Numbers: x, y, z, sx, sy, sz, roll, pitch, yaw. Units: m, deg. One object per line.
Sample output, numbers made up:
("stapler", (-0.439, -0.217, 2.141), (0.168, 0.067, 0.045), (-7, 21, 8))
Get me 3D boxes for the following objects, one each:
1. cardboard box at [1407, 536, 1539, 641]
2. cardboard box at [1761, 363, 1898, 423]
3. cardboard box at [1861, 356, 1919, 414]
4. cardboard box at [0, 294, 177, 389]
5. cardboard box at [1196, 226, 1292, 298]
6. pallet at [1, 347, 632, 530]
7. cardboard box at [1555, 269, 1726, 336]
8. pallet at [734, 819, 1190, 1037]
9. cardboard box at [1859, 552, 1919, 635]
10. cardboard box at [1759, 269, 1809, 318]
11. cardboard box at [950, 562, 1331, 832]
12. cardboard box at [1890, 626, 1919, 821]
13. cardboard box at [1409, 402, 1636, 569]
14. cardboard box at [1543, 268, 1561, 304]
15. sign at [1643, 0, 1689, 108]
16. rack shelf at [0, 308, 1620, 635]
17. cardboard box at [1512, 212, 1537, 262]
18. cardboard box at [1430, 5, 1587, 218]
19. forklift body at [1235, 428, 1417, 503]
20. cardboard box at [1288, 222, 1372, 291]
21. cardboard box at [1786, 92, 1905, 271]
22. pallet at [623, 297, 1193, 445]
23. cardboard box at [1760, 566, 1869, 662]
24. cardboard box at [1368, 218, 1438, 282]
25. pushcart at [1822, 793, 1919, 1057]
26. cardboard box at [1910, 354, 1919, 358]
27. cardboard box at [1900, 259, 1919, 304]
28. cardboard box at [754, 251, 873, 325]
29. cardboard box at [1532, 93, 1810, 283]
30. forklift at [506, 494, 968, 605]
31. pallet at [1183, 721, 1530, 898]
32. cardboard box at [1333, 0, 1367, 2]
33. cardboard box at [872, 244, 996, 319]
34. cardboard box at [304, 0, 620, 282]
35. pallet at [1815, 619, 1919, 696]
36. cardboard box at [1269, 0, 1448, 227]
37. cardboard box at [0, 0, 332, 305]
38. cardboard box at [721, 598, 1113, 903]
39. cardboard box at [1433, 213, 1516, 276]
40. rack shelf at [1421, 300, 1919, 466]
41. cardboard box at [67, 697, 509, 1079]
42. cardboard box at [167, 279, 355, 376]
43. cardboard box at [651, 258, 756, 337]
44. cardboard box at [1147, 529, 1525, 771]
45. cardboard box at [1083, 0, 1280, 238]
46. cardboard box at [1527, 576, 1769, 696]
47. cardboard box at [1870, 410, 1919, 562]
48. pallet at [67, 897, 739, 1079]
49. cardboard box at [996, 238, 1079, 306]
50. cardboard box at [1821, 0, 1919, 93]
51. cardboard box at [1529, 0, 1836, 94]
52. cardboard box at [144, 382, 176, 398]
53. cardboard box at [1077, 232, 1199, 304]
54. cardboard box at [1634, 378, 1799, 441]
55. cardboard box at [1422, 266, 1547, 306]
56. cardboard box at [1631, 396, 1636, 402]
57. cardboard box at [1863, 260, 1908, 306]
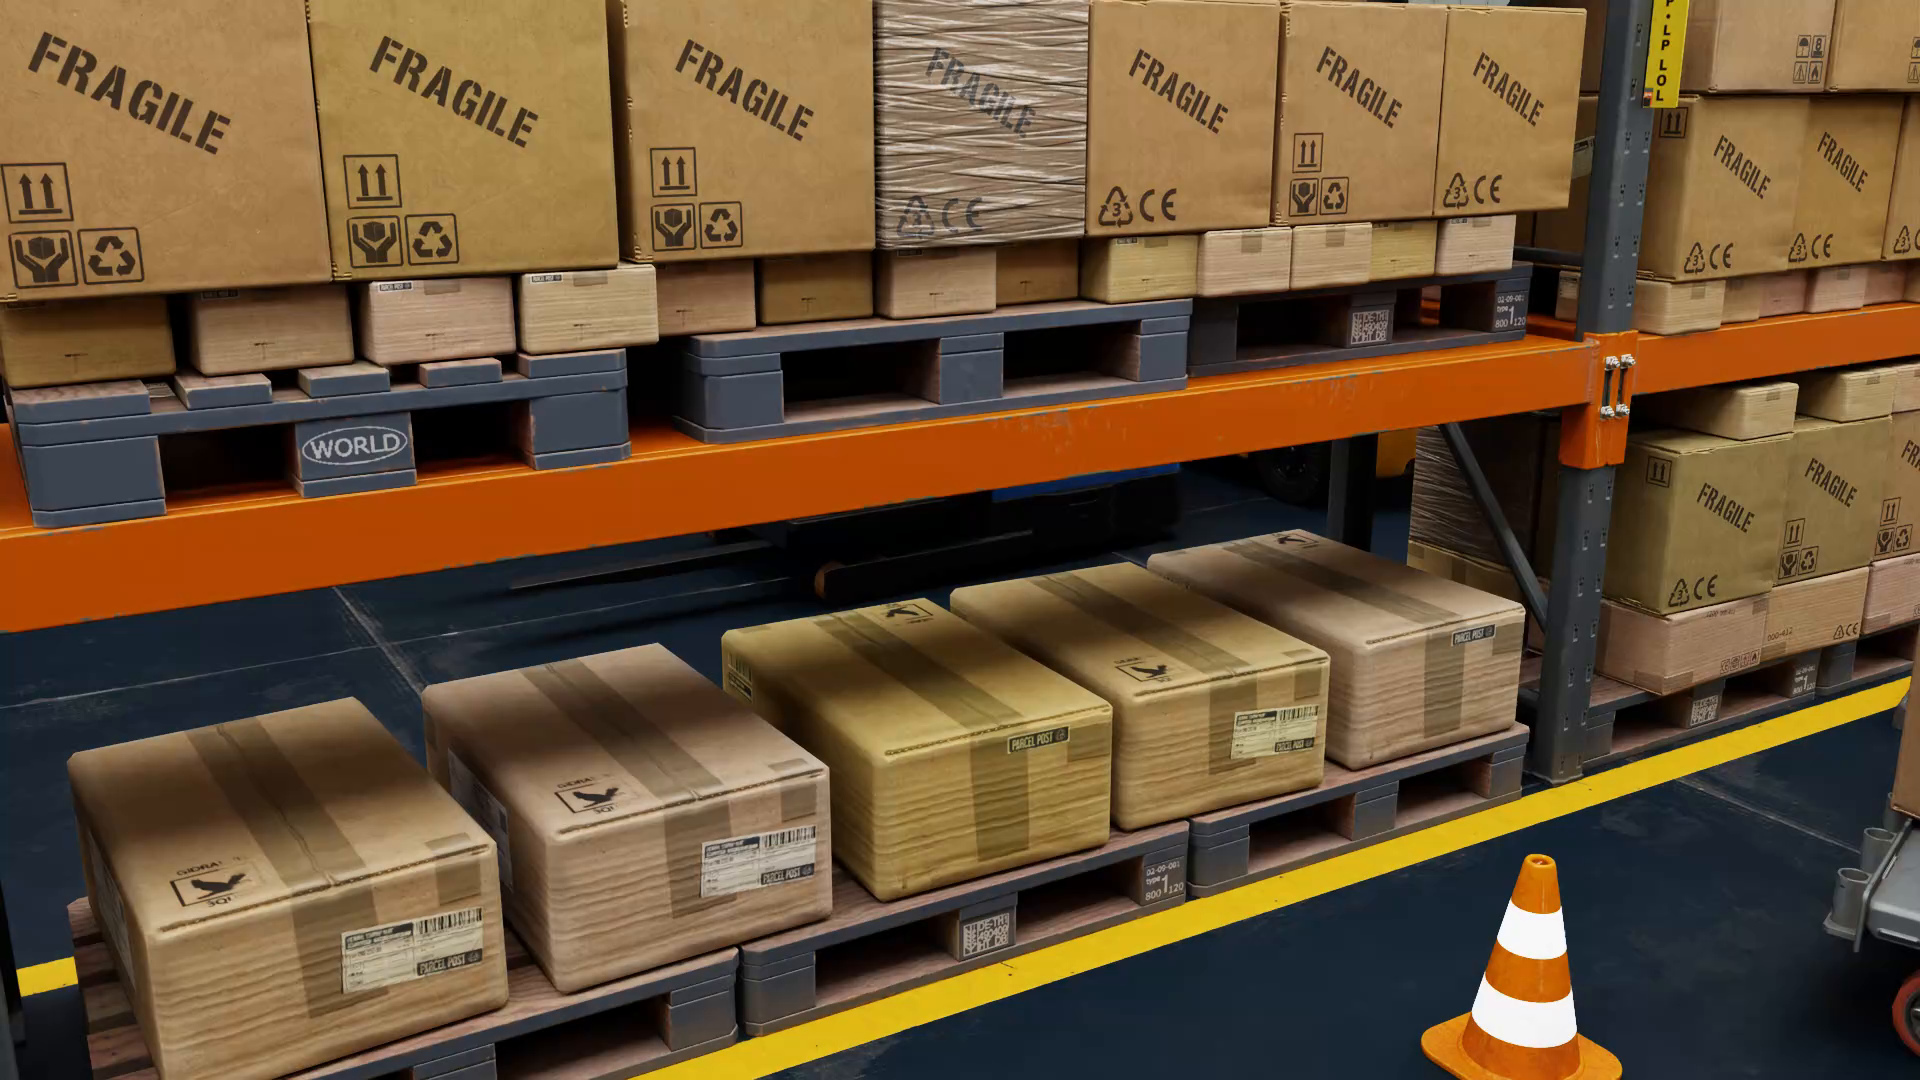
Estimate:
("cardboard box", (1.891, 0.131, 5.702), (0.500, 0.250, 0.500), (-8, 18, -27))
("cardboard box", (2.745, -0.493, 5.337), (0.250, 0.149, 0.380), (-8, 18, -28))
("cardboard box", (2.974, -0.531, 5.473), (0.250, 0.149, 0.380), (-8, 18, -27))
("cardboard box", (-1.532, -0.374, 2.874), (0.250, 0.149, 0.380), (-10, 19, -33))
("cardboard box", (0.569, -0.679, 3.964), (0.250, 0.149, 0.380), (-9, 18, -29))
("pallet", (-1.351, -0.322, 3.356), (1.003, 0.211, 1.213), (-9, 18, -30))
("cardboard box", (1.957, -0.695, 4.798), (0.250, 0.149, 0.380), (-9, 18, -30))
("pallet", (-0.191, 0.775, 4.253), (1.213, 0.211, 1.003), (-9, 18, -30))
("cardboard box", (3.072, 0.105, 5.796), (0.500, 0.250, 0.500), (-9, 18, -30))
("cardboard box", (2.359, -0.786, 5.123), (0.250, 0.149, 0.380), (-9, 18, -30))
("cardboard box", (0.459, 0.391, 4.549), (0.625, 0.372, 0.950), (-8, 18, -26))
("cardboard box", (2.465, 0.400, 3.653), (0.500, 0.500, 0.500), (-9, 18, -30))
("cardboard box", (1.891, -0.230, 5.600), (0.500, 0.500, 0.500), (-9, 18, -30))
("cardboard box", (1.851, -0.877, 5.447), (0.250, 0.149, 0.380), (-9, 18, -28))
("sign", (1.811, -1.276, 4.260), (0.005, 0.325, 0.100), (-9, 18, -30))
("rack shelf", (-0.192, -0.222, 3.978), (4.000, 0.370, 1.077), (-9, 18, -30))
("cardboard box", (1.775, -1.157, 5.244), (0.500, 0.500, 0.500), (-10, 18, -31))
("cardboard box", (1.244, -1.123, 4.344), (0.500, 0.500, 0.500), (-10, 18, -31))
("forklift body", (1.706, -1.456, 8.619), (1.214, 2.155, 2.313), (-9, 18, -30))
("cardboard box", (0.786, -0.716, 4.093), (0.250, 0.149, 0.380), (-10, 18, -31))
("cardboard box", (2.461, -1.110, 5.075), (0.500, 0.500, 0.500), (-9, 18, -30))
("pallet", (-0.231, -0.483, 3.930), (1.213, 0.211, 1.003), (-9, 18, -30))
("cardboard box", (2.619, 0.179, 5.531), (0.500, 0.250, 0.500), (-8, 18, -27))
("cardboard box", (0.988, -0.760, 4.250), (0.250, 0.149, 0.380), (-10, 18, -31))
("pushcart", (2.739, 0.937, 3.369), (1.648, 0.377, 0.936), (12, 20, 37))
("cardboard box", (3.651, -0.517, 6.622), (0.500, 0.500, 0.500), (-10, 19, -32))
("cardboard box", (3.059, -0.871, 5.424), (0.250, 0.149, 0.380), (-9, 18, -29))
("cardboard box", (-0.379, -0.566, 3.559), (0.250, 0.149, 0.380), (-8, 18, -28))
("cardboard box", (2.043, -1.035, 4.807), (0.500, 0.500, 0.500), (-9, 18, -30))
("forklift", (-0.525, -1.320, 6.690), (3.031, 2.935, 1.121), (-10, 19, -32))
("pallet", (0.856, 0.605, 4.861), (1.213, 0.211, 1.003), (-9, 18, -30))
("cardboard box", (0.937, -1.569, 4.733), (0.250, 0.149, 0.380), (-9, 18, -30))
("cardboard box", (-0.122, -0.587, 3.635), (0.250, 0.149, 0.380), (-9, 18, -28))
("cardboard box", (-0.959, -0.767, 3.075), (0.500, 0.500, 0.500), (-8, 18, -27))
("pallet", (3.127, 0.224, 6.220), (1.213, 0.211, 1.003), (-9, 18, -30))
("cardboard box", (0.820, -1.054, 4.097), (0.500, 0.500, 0.500), (-9, 18, -29))
("cardboard box", (-1.402, -0.693, 2.811), (0.500, 0.500, 0.500), (-10, 18, -31))
("cardboard box", (-0.136, 0.488, 4.203), (0.625, 0.372, 0.950), (-9, 18, -28))
("cardboard box", (1.223, -0.792, 4.367), (0.250, 0.149, 0.380), (-9, 18, -29))
("rack shelf", (3.237, -0.778, 5.961), (4.000, 0.370, 1.077), (-9, 18, -30))
("cardboard box", (-1.417, 0.696, 3.459), (0.625, 0.372, 0.950), (-11, 19, -33))
("cardboard box", (-1.273, -0.405, 2.986), (0.250, 0.149, 0.380), (-11, 19, -33))
("cardboard box", (-0.601, -0.518, 3.387), (0.250, 0.149, 0.380), (-8, 18, -26))
("cardboard box", (1.074, 0.290, 4.908), (0.625, 0.372, 0.950), (-9, 18, -29))
("cardboard box", (0.375, -0.983, 3.846), (0.500, 0.500, 0.500), (-9, 18, -28))
("cardboard box", (2.167, 0.256, 5.257), (0.500, 0.250, 0.500), (-10, 19, -32))
("cardboard box", (3.065, -0.254, 5.686), (0.500, 0.500, 0.500), (-8, 18, -27))
("pallet", (-1.236, 0.944, 3.651), (1.213, 0.211, 1.003), (-9, 18, -30))
("cardboard box", (0.063, -0.641, 3.827), (0.250, 0.149, 0.380), (-10, 18, -32))
("cardboard box", (2.460, -1.596, 4.958), (0.500, 0.500, 0.700), (-9, 18, -29))
("cardboard box", (2.011, -1.530, 4.723), (0.500, 0.500, 0.700), (-9, 18, -30))
("cardboard box", (-3.924, -0.581, 7.546), (0.625, 0.625, 0.875), (-9, 18, -28))
("cardboard box", (0.341, -0.654, 3.873), (0.250, 0.149, 0.380), (-9, 18, -30))
("cardboard box", (2.305, -0.421, 5.080), (0.250, 0.149, 0.380), (-9, 18, -29))
("cardboard box", (1.641, -0.841, 5.317), (0.250, 0.149, 0.380), (-9, 18, -30))
("cardboard box", (2.326, -0.301, 5.854), (0.500, 0.500, 0.500), (-9, 18, -29))
("cardboard box", (2.802, -0.857, 5.375), (0.250, 0.149, 0.380), (-9, 18, -30))
